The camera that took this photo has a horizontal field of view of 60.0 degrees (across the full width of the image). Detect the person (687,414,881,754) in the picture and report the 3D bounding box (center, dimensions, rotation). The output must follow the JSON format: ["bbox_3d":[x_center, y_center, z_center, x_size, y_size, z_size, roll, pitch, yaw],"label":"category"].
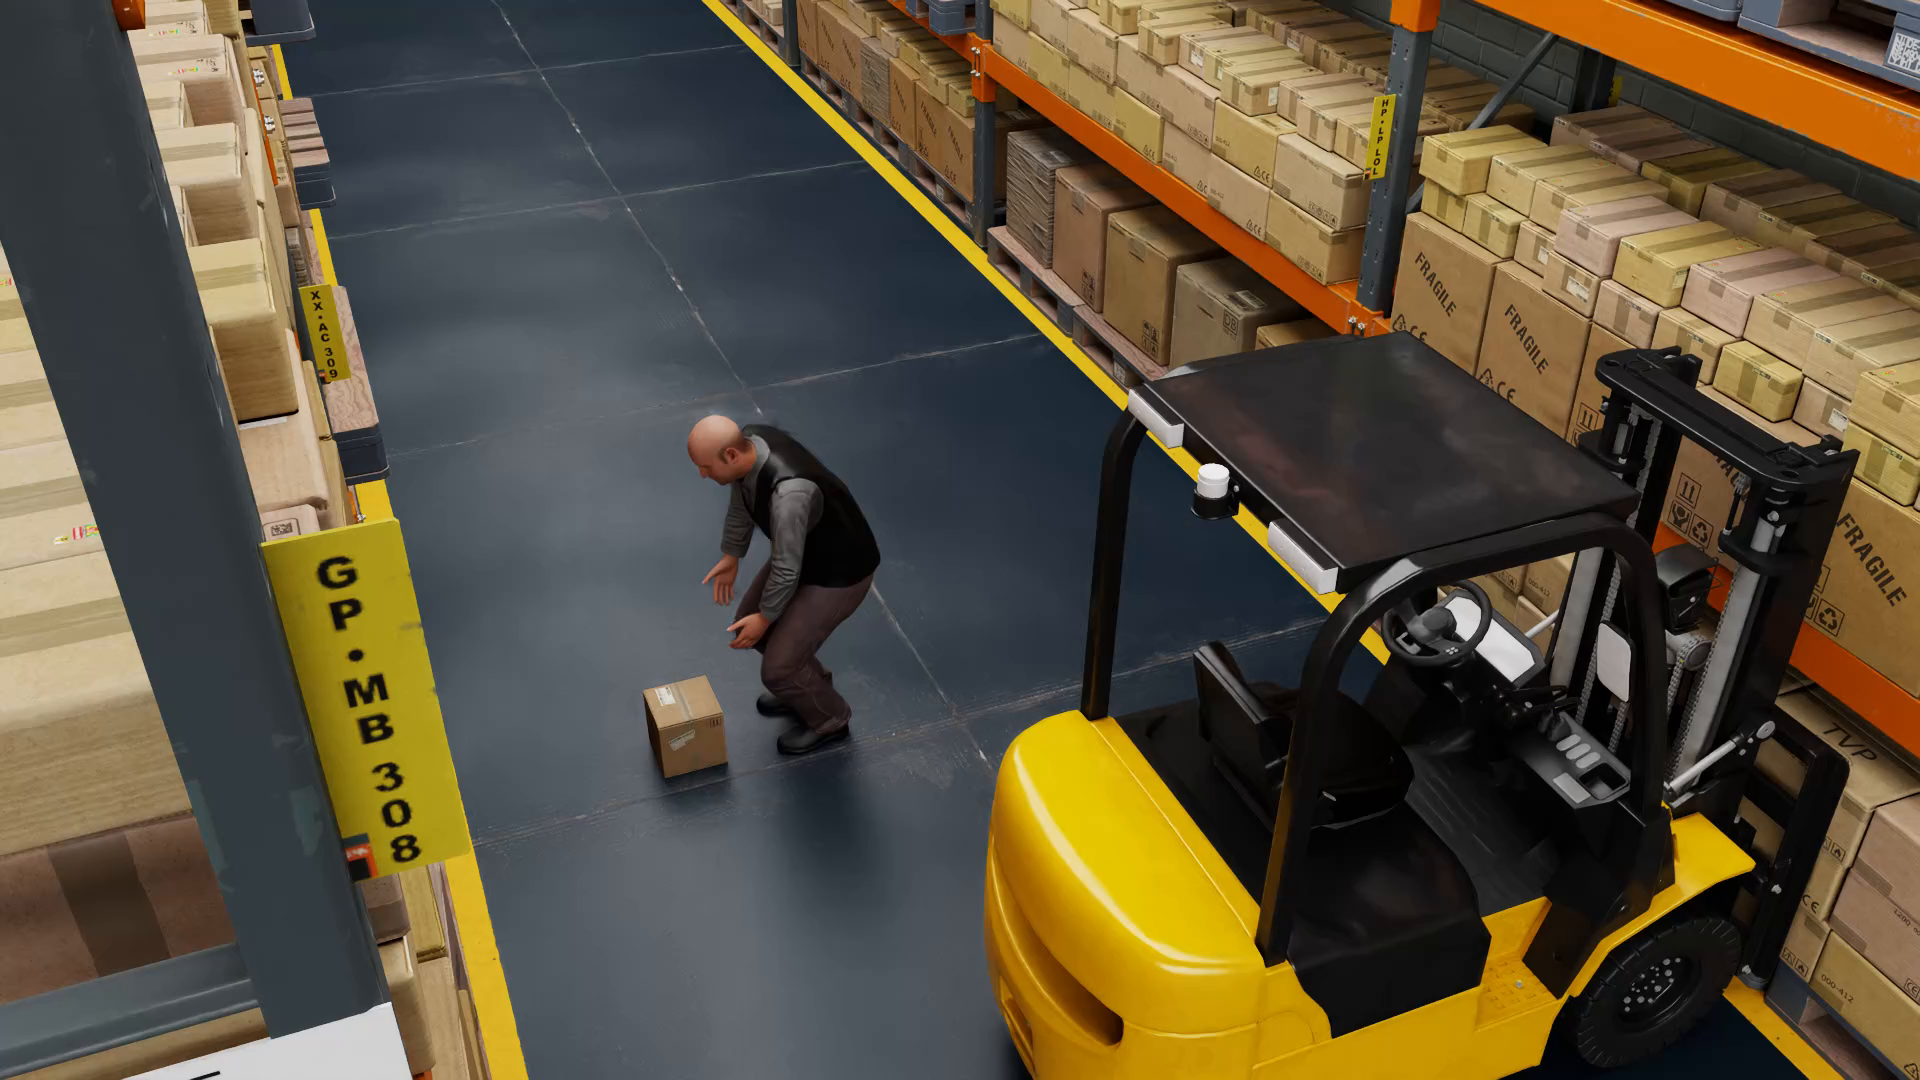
[{"bbox_3d":[-0.632,0.139,6.196,0.670,1.461,0.590,-13,35,-19],"label":"person"}]
